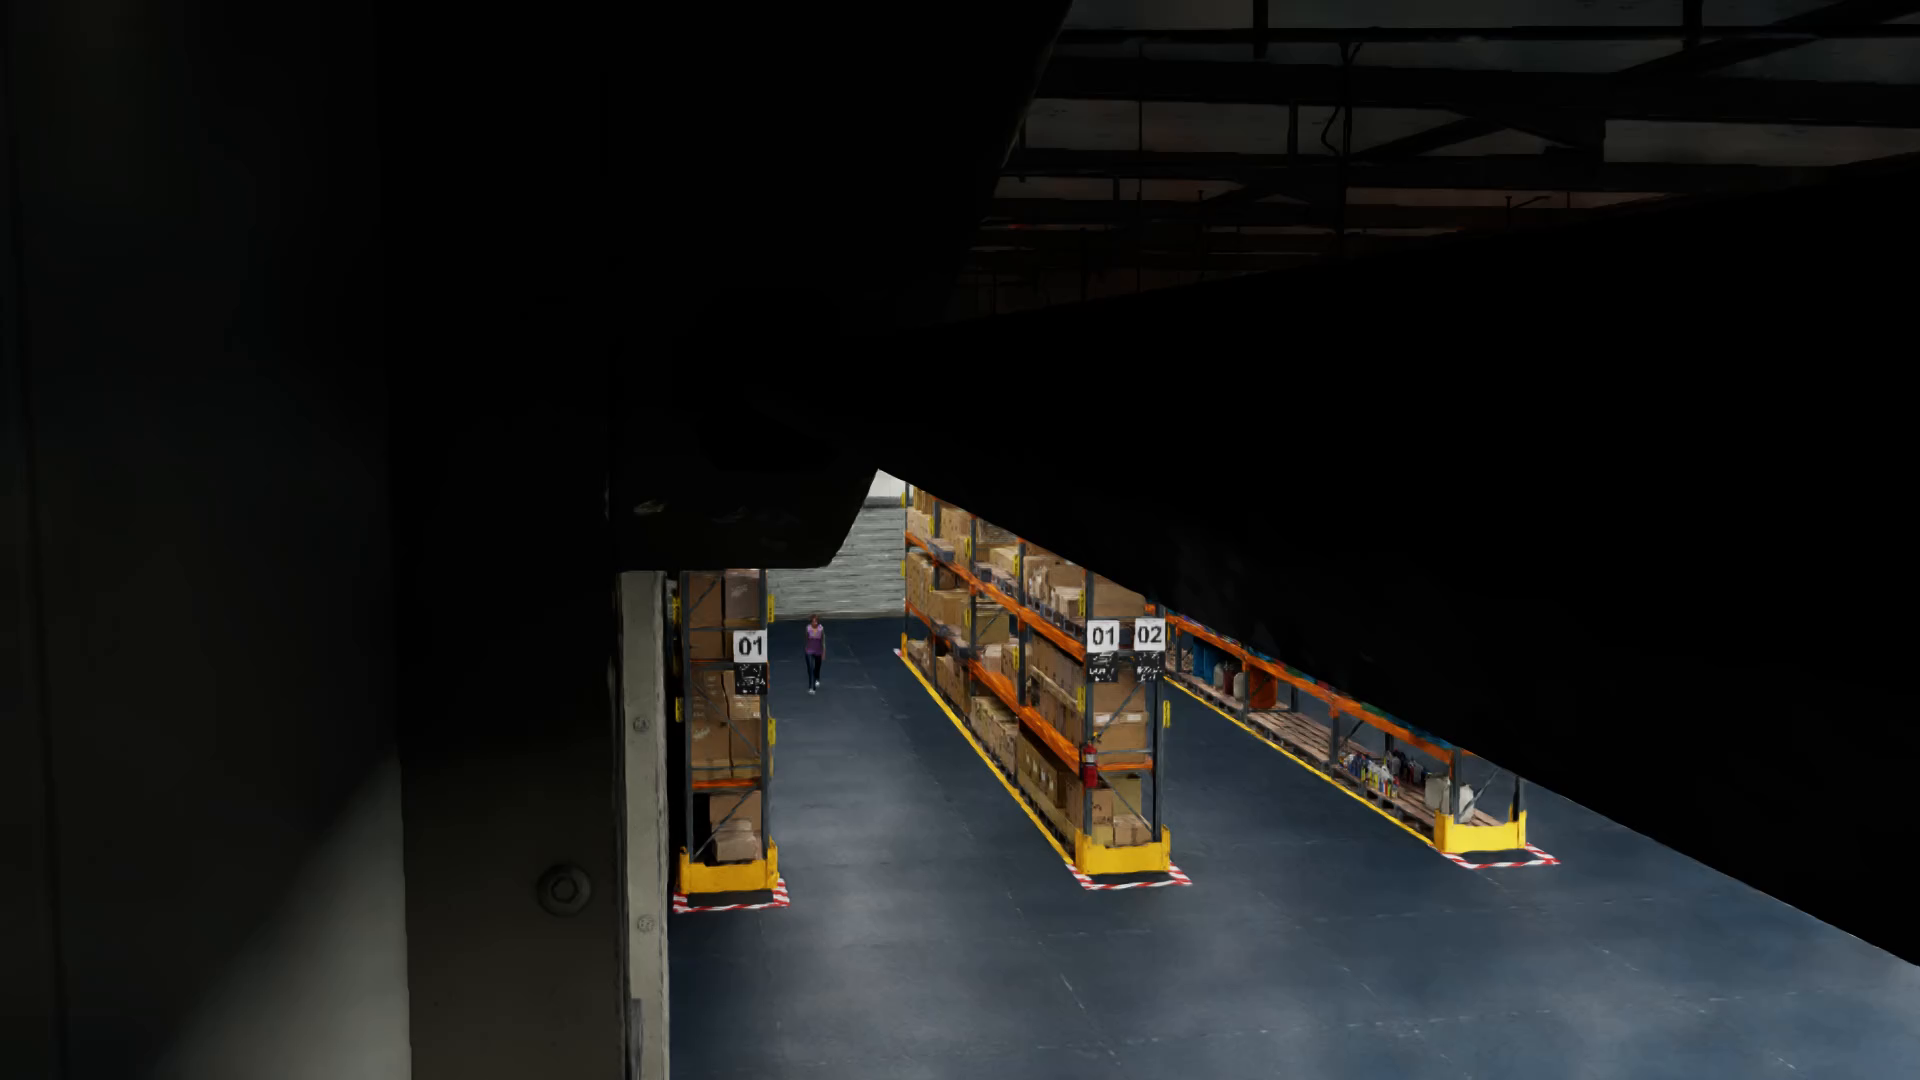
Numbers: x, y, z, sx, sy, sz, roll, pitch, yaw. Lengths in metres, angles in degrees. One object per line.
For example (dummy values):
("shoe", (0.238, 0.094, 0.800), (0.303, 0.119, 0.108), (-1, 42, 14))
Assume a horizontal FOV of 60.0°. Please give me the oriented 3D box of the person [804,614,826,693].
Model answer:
("person", (-2.834, 2.197, 32.583), (0.416, 1.509, 1.034), (-1, 6, -11))
